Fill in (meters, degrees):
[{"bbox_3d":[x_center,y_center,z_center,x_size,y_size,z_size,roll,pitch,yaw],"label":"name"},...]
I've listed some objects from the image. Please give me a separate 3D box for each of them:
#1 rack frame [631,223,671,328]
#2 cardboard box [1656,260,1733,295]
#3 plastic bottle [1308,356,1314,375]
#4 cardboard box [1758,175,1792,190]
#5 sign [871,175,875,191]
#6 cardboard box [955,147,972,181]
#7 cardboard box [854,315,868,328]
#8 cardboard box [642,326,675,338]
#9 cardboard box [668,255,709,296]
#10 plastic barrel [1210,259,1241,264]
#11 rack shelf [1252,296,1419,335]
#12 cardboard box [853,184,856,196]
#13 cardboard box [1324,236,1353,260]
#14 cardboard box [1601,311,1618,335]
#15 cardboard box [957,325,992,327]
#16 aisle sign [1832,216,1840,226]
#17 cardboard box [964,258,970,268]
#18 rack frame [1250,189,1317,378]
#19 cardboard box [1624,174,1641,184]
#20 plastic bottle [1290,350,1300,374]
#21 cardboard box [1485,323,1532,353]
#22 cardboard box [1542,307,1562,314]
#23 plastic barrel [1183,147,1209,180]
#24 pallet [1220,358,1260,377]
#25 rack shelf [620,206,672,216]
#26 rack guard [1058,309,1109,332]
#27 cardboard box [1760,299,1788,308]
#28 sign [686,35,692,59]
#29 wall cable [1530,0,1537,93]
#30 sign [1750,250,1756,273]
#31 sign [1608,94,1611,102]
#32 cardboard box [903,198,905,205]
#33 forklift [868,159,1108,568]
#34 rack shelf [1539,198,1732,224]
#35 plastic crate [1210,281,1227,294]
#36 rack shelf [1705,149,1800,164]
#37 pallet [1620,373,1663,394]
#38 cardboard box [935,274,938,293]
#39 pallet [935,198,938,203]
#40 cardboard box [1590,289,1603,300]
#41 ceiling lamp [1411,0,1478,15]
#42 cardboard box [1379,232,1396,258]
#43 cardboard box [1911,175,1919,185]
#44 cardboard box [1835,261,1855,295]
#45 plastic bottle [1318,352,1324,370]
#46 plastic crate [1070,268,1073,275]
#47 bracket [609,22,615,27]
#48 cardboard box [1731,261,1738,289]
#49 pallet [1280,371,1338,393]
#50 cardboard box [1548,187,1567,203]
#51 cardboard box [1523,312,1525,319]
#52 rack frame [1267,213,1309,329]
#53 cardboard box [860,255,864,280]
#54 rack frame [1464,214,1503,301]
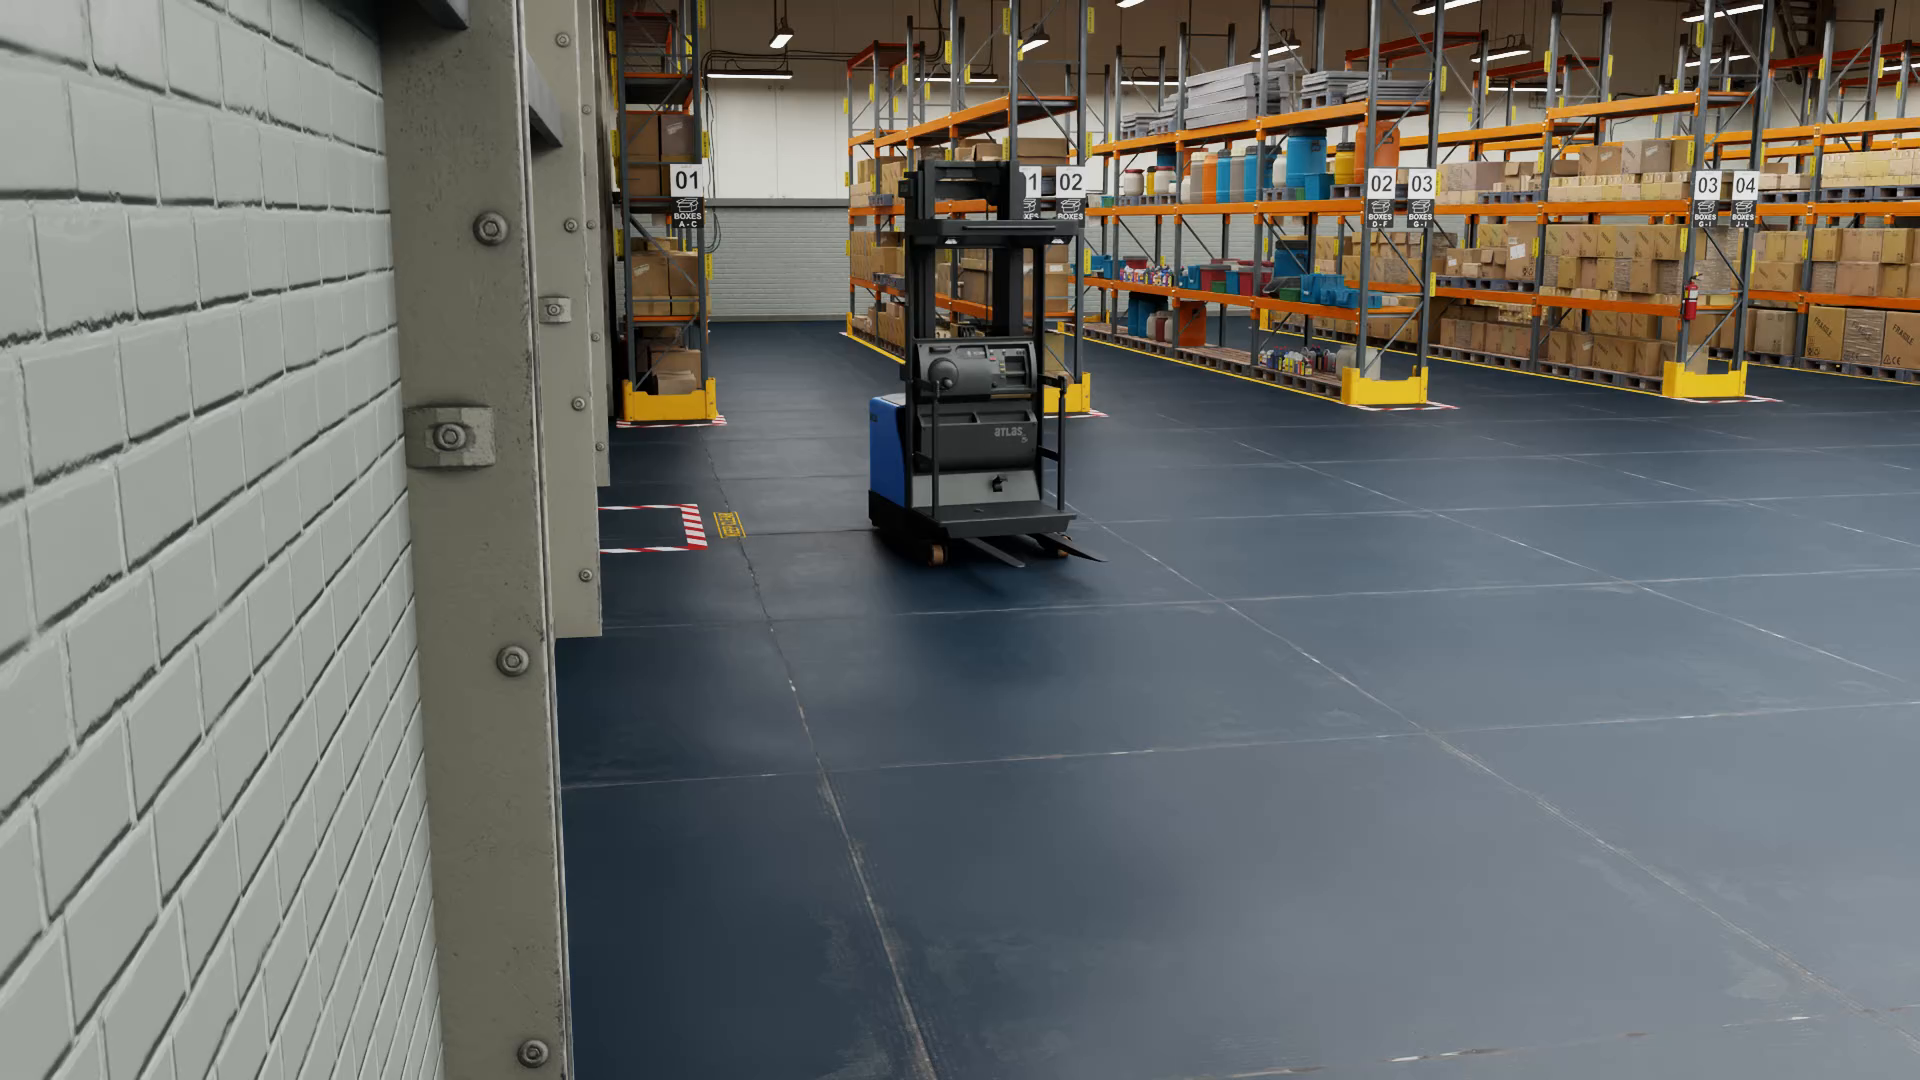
[{"bbox_3d":[-6.834,-5.958,36.478,1.000,3.000,0.127,-2,11,-11],"label":"rack frame"},{"bbox_3d":[10.774,-3.861,24.398,0.875,0.500,0.500,-2,11,-11],"label":"cardboard box"},{"bbox_3d":[5.291,-2.638,25.121,0.061,0.283,0.133,-2,11,-11],"label":"plastic bottle"},{"bbox_3d":[14.505,-6.333,29.437,0.500,0.250,0.500,-2,11,-11],"label":"cardboard box"},{"bbox_3d":[-1.728,-7.112,33.134,0.100,0.325,0.005,-2,11,-11],"label":"sign"},{"bbox_3d":[0.198,-5.634,24.987,0.500,0.500,0.500,-1,11,-6],"label":"cardboard box"},{"bbox_3d":[-2.051,-4.803,36.584,0.500,0.250,0.500,-2,11,-11],"label":"cardboard box"},{"bbox_3d":[-4.748,-3.329,26.167,0.500,0.250,0.500,-2,11,-12],"label":"cardboard box"},{"bbox_3d":[-3.520,-3.427,21.520,0.500,0.500,0.500,-2,11,-11],"label":"cardboard box"},{"bbox_3d":[4.828,-4.844,30.260,0.600,0.536,0.708,-2,11,-11],"label":"plastic barrel"},{"bbox_3d":[5.607,-3.397,24.948,1.077,0.370,4.000,-2,11,-11],"label":"rack shelf"},{"bbox_3d":[-2.041,-7.589,36.087,0.500,0.250,0.500,-2,11,-11],"label":"cardboard box"},{"bbox_3d":[8.169,-6.280,35.771,0.500,0.500,0.500,-2,11,-9],"label":"cardboard box"},{"bbox_3d":[13.583,-4.475,34.245,0.500,0.500,0.500,-3,11,-14],"label":"cardboard box"},{"bbox_3d":[0.247,-2.974,25.026,0.500,0.500,0.500,-2,11,-11],"label":"cardboard box"},{"bbox_3d":[22.030,-8.319,41.930,0.394,0.787,0.004,-2,11,-11],"label":"aisle sign"},{"bbox_3d":[0.270,-4.204,25.257,0.380,0.149,0.250,-2,11,-10],"label":"cardboard box"},{"bbox_3d":[5.218,-4.118,26.808,1.000,3.000,0.127,-2,11,-11],"label":"rack frame"},{"bbox_3d":[10.248,-5.438,25.059,0.380,0.149,0.250,-3,11,-14],"label":"cardboard box"},{"bbox_3d":[5.124,-2.723,25.387,0.144,0.351,0.185,-2,11,-9],"label":"plastic bottle"},{"bbox_3d":[9.795,-3.590,29.545,0.700,0.500,0.500,-3,11,-16],"label":"cardboard box"},{"bbox_3d":[13.081,-5.081,36.778,0.380,0.149,0.250,-2,11,-9],"label":"cardboard box"},{"bbox_3d":[4.333,-6.846,30.850,0.600,0.830,0.708,-2,11,-11],"label":"plastic barrel"},{"bbox_3d":[5.027,-2.890,27.818,1.003,0.211,1.213,-2,11,-11],"label":"pallet"},{"bbox_3d":[-4.889,-5.244,26.629,1.077,0.370,4.000,-2,11,-11],"label":"rack shelf"},{"bbox_3d":[2.867,-5.095,38.626,1.175,0.500,0.348,-2,11,-11],"label":"rack guard"},{"bbox_3d":[18.440,-5.177,36.934,0.875,0.875,0.875,-2,11,-9],"label":"cardboard box"},{"bbox_3d":[-3.964,-7.219,24.345,0.100,0.325,0.005,-2,11,-11],"label":"sign"},{"bbox_3d":[14.563,-13.729,45.218,2.355,3.000,0.029,-2,11,-11],"label":"wall cable"},{"bbox_3d":[11.387,-4.009,23.923,0.100,0.325,0.005,-2,11,-11],"label":"sign"},{"bbox_3d":[13.949,-9.432,35.762,0.100,0.325,0.005,-2,11,-11],"label":"sign"},{"bbox_3d":[-0.537,-6.273,29.844,0.910,0.500,0.500,-2,11,-11],"label":"cardboard box"},{"bbox_3d":[0.201,-1.330,12.344,1.130,2.935,3.031,-4,11,-19],"label":"forklift"},{"bbox_3d":[10.465,-5.051,25.614,1.077,0.370,4.000,-2,11,-11],"label":"rack shelf"},{"bbox_3d":[4.602,-4.323,28.452,0.450,0.188,0.662,-2,11,-11],"label":"plastic crate"},{"bbox_3d":[17.852,-8.889,38.828,1.077,0.370,4.000,-2,11,-11],"label":"rack shelf"},{"bbox_3d":[10.716,-2.359,25.023,1.003,0.211,1.213,-2,11,-11],"label":"pallet"},{"bbox_3d":[-0.435,-4.457,28.829,0.500,0.311,0.500,-2,11,-12],"label":"cardboard box"},{"bbox_3d":[0.021,-5.726,27.743,1.003,0.211,1.213,-2,11,-8],"label":"pallet"},{"bbox_3d":[10.128,-3.849,26.070,0.380,0.149,0.250,-2,11,-11],"label":"cardboard box"},{"bbox_3d":[7.990,-10.009,26.106,0.800,3.185,2.000,-2,11,-11],"label":"ceiling lamp"},{"bbox_3d":[8.911,-5.950,33.487,0.797,0.503,0.637,-2,11,-9],"label":"cardboard box"},{"bbox_3d":[15.096,-5.613,25.925,0.380,0.149,0.250,-2,11,-11],"label":"cardboard box"},{"bbox_3d":[15.174,-4.366,27.712,0.875,0.550,0.550,-2,11,-11],"label":"cardboard box"},{"bbox_3d":[5.631,-2.789,25.915,0.061,0.283,0.133,-2,11,-11],"label":"plastic bottle"},{"bbox_3d":[2.590,-6.099,37.765,0.250,0.136,0.298,-2,11,-11],"label":"plastic crate"},{"bbox_3d":[-6.611,-9.974,31.904,0.235,0.232,0.430,-2,11,-11],"label":"bracket"},{"bbox_3d":[14.300,-4.873,30.510,0.500,0.500,0.500,-2,11,-12],"label":"cardboard box"},{"bbox_3d":[5.548,-2.399,25.236,1.003,0.211,1.213,-2,11,-11],"label":"pallet"},{"bbox_3d":[9.913,-5.606,27.005,0.500,0.250,0.500,-3,11,-13],"label":"cardboard box"},{"bbox_3d":[12.946,-5.072,37.529,0.380,0.149,0.250,-2,11,-10],"label":"cardboard box"},{"bbox_3d":[7.743,-6.499,39.318,1.000,3.000,0.127,-2,11,-11],"label":"rack frame"},{"bbox_3d":[-1.852,-5.819,35.479,0.500,0.500,0.500,-2,11,-10],"label":"cardboard box"},{"bbox_3d":[12.627,-6.660,40.168,1.000,3.000,0.127,-2,11,-11],"label":"rack frame"}]
